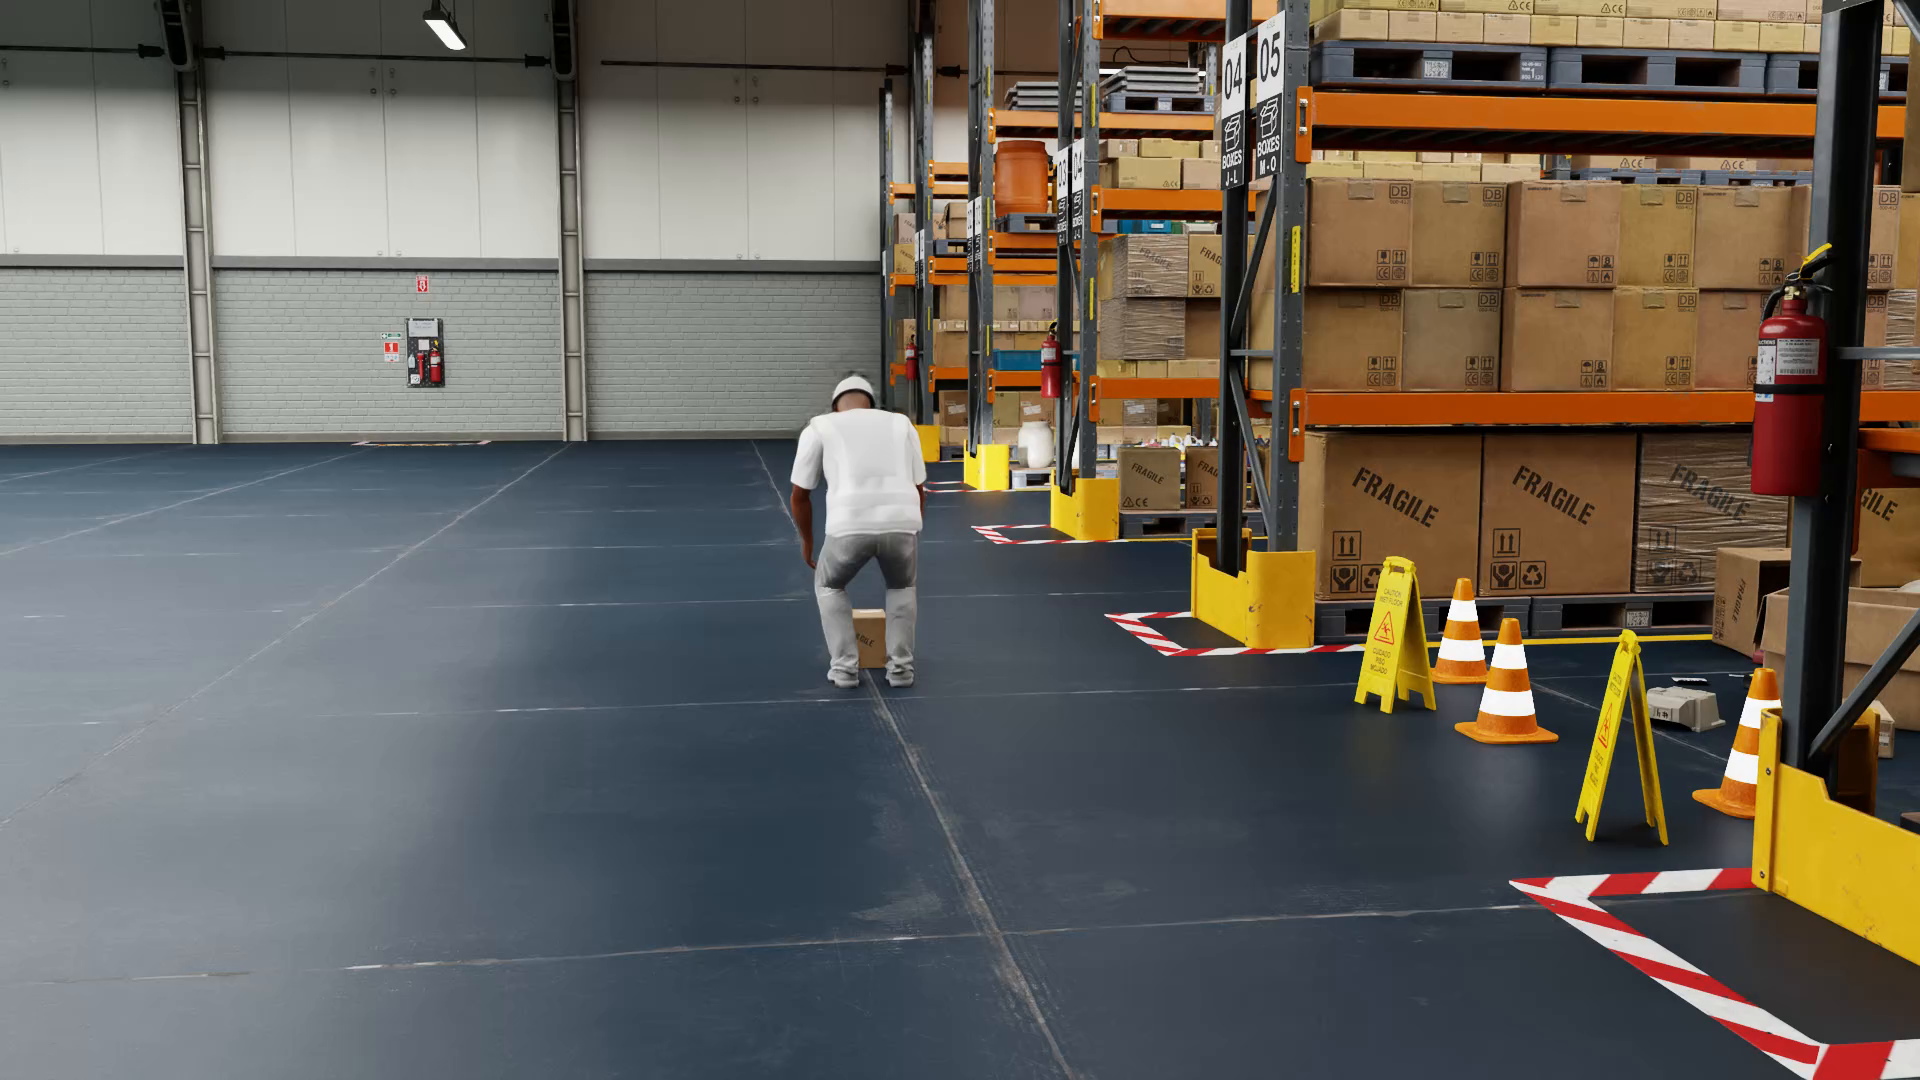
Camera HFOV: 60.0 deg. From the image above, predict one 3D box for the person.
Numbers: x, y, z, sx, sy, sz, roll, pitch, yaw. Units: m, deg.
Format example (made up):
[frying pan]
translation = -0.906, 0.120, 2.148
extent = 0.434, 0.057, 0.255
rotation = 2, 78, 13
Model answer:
[person]
translation = -0.457, -0.045, 7.629
extent = 0.631, 1.403, 0.763
rotation = -1, 7, -9
